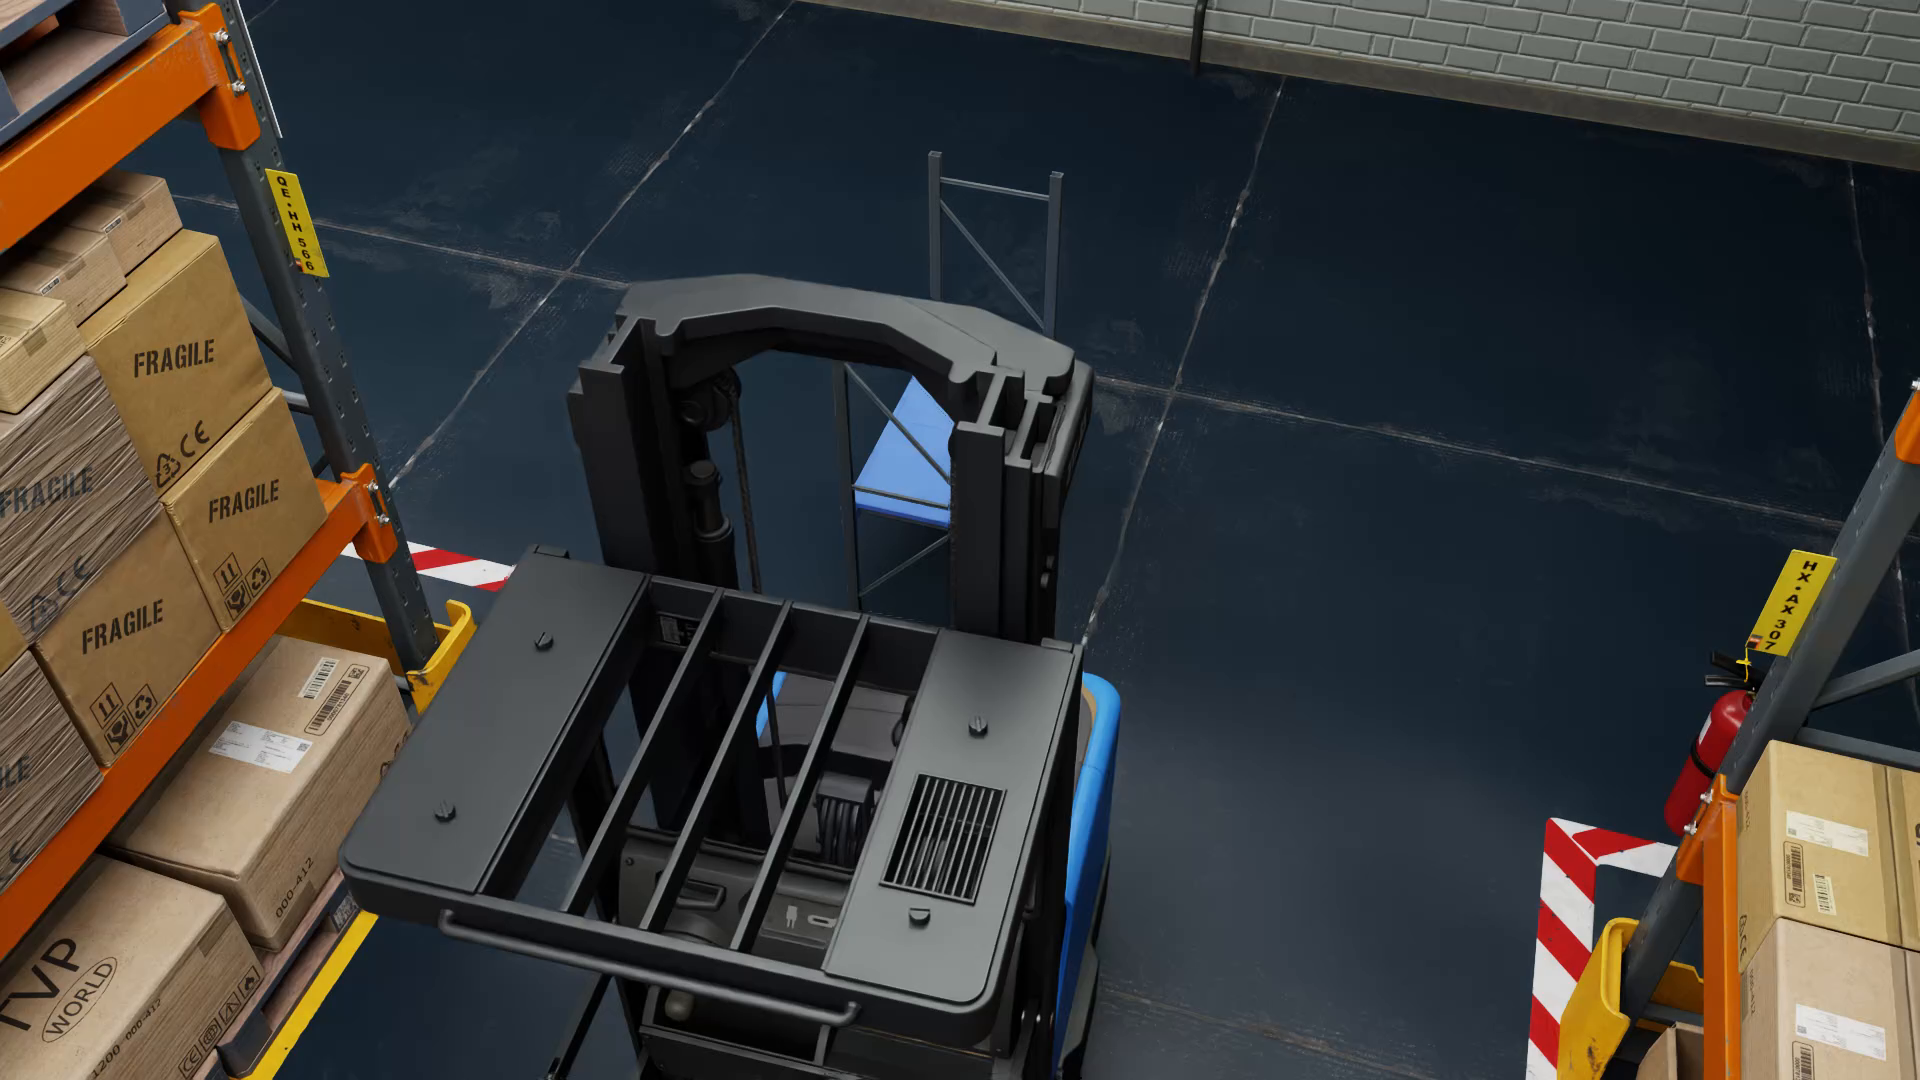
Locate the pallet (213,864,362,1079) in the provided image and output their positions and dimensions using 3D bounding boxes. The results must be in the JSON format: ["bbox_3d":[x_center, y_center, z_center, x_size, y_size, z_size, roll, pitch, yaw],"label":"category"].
[{"bbox_3d":[-2.466,1.071,5.505,1.003,0.211,1.213,13,46,13],"label":"pallet"}]

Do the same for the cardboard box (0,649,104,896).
[{"bbox_3d":[-2.505,0.543,3.979,0.500,0.500,0.500,14,46,14],"label":"cardboard box"}]

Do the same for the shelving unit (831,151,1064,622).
[{"bbox_3d":[-0.026,-0.479,6.167,0.538,1.500,1.048,13,46,13],"label":"shelving unit"}]

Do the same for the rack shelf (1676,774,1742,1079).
[{"bbox_3d":[1.828,2.164,2.909,1.077,0.370,4.000,13,46,13],"label":"rack shelf"}]

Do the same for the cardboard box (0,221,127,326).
[{"bbox_3d":[-2.270,-0.645,4.014,0.380,0.149,0.250,13,46,13],"label":"cardboard box"}]

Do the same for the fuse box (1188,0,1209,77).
[{"bbox_3d":[1.345,-3.236,8.834,0.539,1.711,0.414,13,46,13],"label":"fuse box"}]

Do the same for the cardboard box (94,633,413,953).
[{"bbox_3d":[-2.403,0.751,5.369,0.875,0.438,0.875,11,45,11],"label":"cardboard box"}]

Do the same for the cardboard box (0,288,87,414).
[{"bbox_3d":[-2.268,-0.455,3.820,0.380,0.149,0.250,12,46,12],"label":"cardboard box"}]

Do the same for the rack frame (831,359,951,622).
[{"bbox_3d":[-0.180,-0.140,5.821,0.500,1.500,0.032,13,46,13],"label":"rack frame"}]

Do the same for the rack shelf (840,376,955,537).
[{"bbox_3d":[-0.026,-0.351,6.293,0.538,0.185,1.000,13,46,13],"label":"rack shelf"}]

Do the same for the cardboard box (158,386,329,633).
[{"bbox_3d":[-2.192,-0.134,4.670,0.500,0.500,0.500,13,46,13],"label":"cardboard box"}]

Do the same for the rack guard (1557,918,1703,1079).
[{"bbox_3d":[2.410,1.517,4.842,1.175,0.500,0.348,13,46,13],"label":"rack guard"}]

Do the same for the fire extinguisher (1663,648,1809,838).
[{"bbox_3d":[2.037,0.538,4.377,0.296,0.674,0.183,13,46,13],"label":"fire extinguisher"}]

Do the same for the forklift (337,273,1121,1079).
[{"bbox_3d":[-0.374,1.038,3.594,1.130,2.935,3.031,10,45,10],"label":"forklift"}]

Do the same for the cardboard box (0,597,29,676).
[{"bbox_3d":[-2.501,0.187,3.628,0.500,0.500,0.500,12,46,12],"label":"cardboard box"}]

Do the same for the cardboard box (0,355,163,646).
[{"bbox_3d":[-2.348,-0.142,3.964,0.500,0.500,0.500,13,46,13],"label":"cardboard box"}]

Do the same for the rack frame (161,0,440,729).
[{"bbox_3d":[-2.298,-0.476,5.091,1.000,3.000,0.127,13,46,13],"label":"rack frame"}]

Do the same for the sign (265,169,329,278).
[{"bbox_3d":[-1.785,-0.850,4.477,0.100,0.325,0.005,13,46,13],"label":"sign"}]

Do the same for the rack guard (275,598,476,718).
[{"bbox_3d":[-2.291,0.402,5.982,1.175,0.500,0.348,13,46,13],"label":"rack guard"}]

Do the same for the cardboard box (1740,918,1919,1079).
[{"bbox_3d":[1.887,1.102,3.374,0.500,0.250,0.500,13,46,13],"label":"cardboard box"}]

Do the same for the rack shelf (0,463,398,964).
[{"bbox_3d":[-2.904,1.115,3.981,1.077,0.370,4.000,13,46,13],"label":"rack shelf"}]

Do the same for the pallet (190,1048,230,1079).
[{"bbox_3d":[-2.837,1.881,4.677,1.003,0.211,1.213,13,46,12],"label":"pallet"}]

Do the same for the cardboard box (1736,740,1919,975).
[{"bbox_3d":[2.039,0.766,3.717,0.500,0.250,0.500,13,46,13],"label":"cardboard box"}]

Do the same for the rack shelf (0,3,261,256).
[{"bbox_3d":[-2.904,0.043,2.931,1.077,0.370,4.000,13,46,13],"label":"rack shelf"}]

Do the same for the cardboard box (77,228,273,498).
[{"bbox_3d":[-2.217,-0.497,4.327,0.500,0.500,0.500,14,46,14],"label":"cardboard box"}]

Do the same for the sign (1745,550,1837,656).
[{"bbox_3d":[1.916,0.149,3.834,0.100,0.325,0.005,13,46,13],"label":"sign"}]

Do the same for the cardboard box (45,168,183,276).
[{"bbox_3d":[-2.216,-0.819,4.192,0.380,0.149,0.250,13,46,13],"label":"cardboard box"}]

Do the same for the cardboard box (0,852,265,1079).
[{"bbox_3d":[-2.672,1.363,4.744,0.875,0.438,0.875,14,46,14],"label":"cardboard box"}]

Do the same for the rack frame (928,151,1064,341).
[{"bbox_3d":[0.128,-0.818,6.514,0.500,1.500,0.032,13,46,13],"label":"rack frame"}]

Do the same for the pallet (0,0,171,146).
[{"bbox_3d":[-2.513,-1.019,3.566,1.003,0.211,1.213,13,46,13],"label":"pallet"}]

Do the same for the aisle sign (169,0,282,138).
[{"bbox_3d":[-1.981,-1.387,4.164,0.394,0.787,0.004,13,46,13],"label":"aisle sign"}]

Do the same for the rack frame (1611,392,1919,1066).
[{"bbox_3d":[2.433,0.573,4.019,1.000,3.000,0.127,13,46,13],"label":"rack frame"}]

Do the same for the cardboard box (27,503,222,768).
[{"bbox_3d":[-2.359,0.198,4.332,0.500,0.500,0.500,12,46,12],"label":"cardboard box"}]

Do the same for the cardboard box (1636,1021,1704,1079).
[{"bbox_3d":[2.158,1.703,4.350,0.797,0.503,0.637,11,45,11],"label":"cardboard box"}]

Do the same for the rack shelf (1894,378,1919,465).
[{"bbox_3d":[1.828,1.091,1.860,1.077,0.370,4.000,13,46,13],"label":"rack shelf"}]
